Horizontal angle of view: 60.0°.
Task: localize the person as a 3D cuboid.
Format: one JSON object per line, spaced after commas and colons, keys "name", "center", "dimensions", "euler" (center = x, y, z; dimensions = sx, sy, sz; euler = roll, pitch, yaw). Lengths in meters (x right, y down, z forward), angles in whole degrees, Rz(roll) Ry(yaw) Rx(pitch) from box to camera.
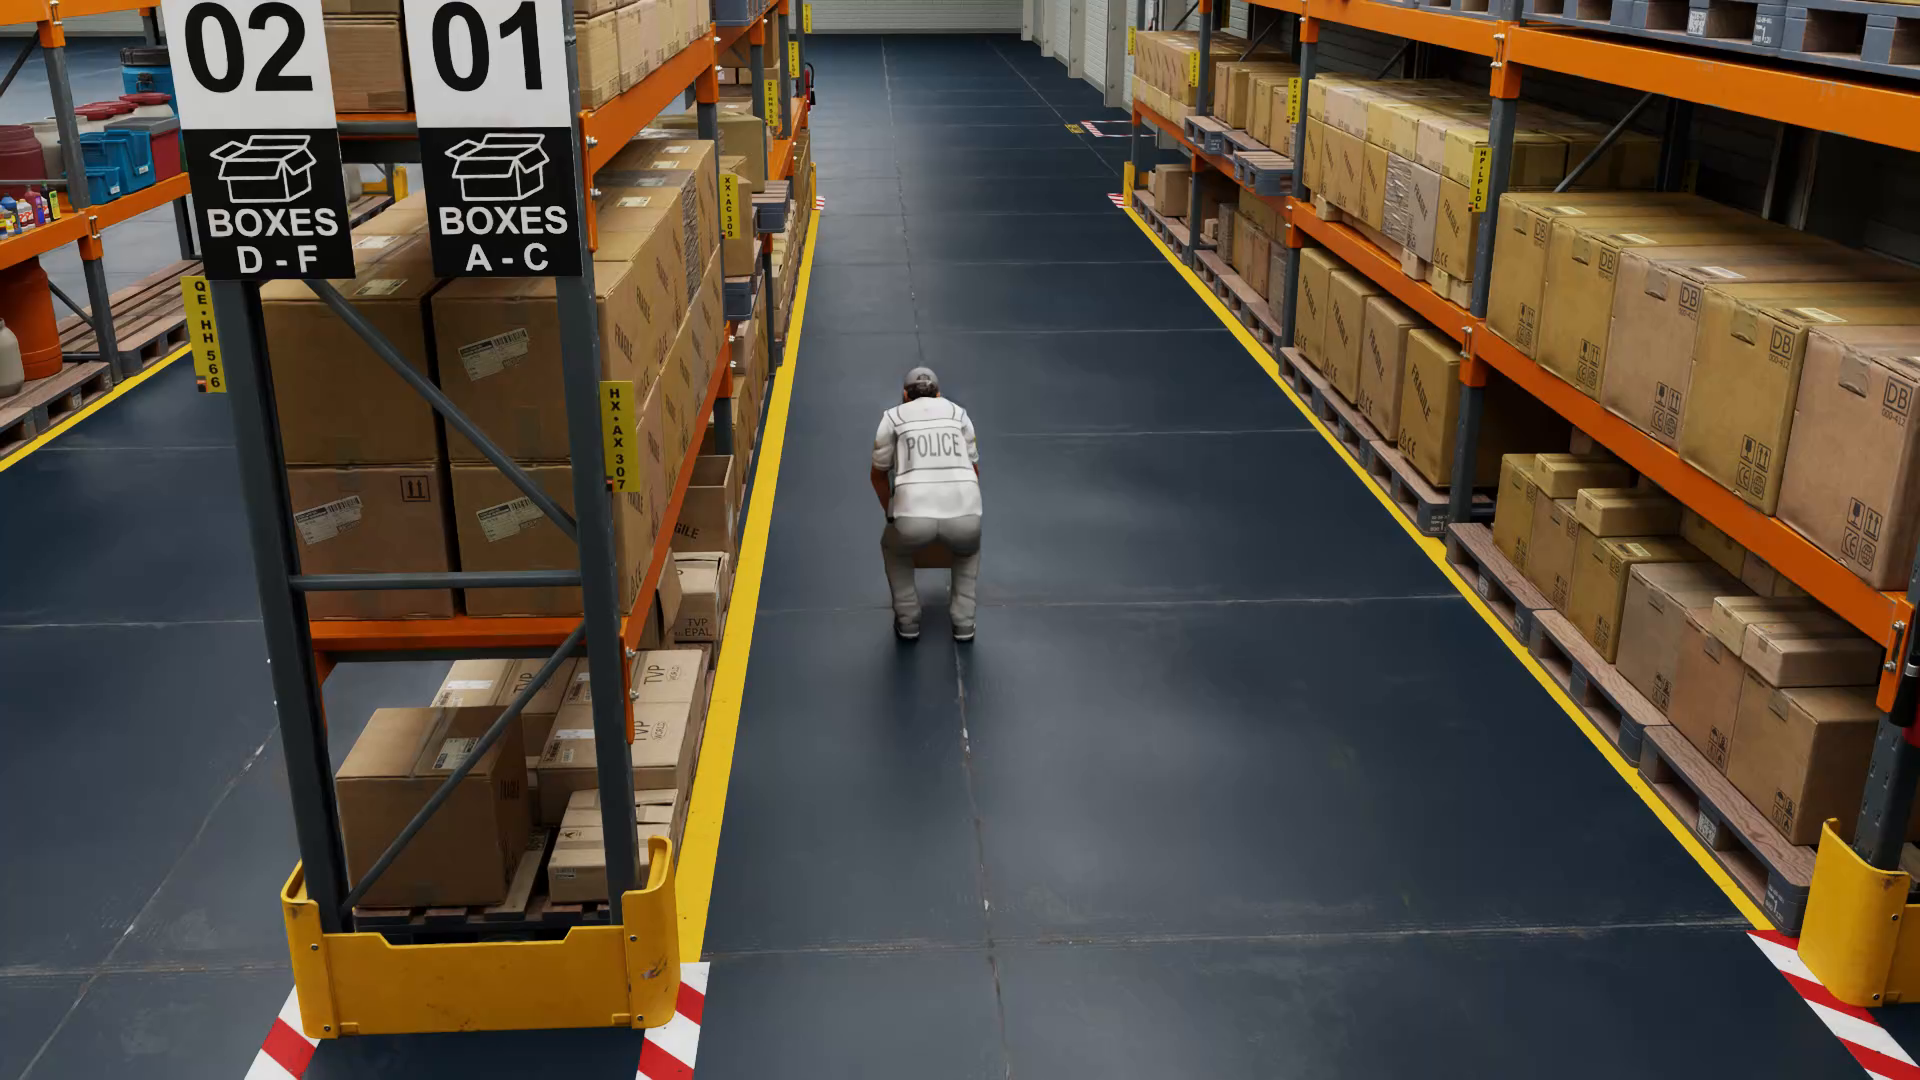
{"name": "person", "center": [-0.163, -0.153, 8.062], "dimensions": [0.538, 1.268, 0.783], "euler": [-1, 21, -4]}
